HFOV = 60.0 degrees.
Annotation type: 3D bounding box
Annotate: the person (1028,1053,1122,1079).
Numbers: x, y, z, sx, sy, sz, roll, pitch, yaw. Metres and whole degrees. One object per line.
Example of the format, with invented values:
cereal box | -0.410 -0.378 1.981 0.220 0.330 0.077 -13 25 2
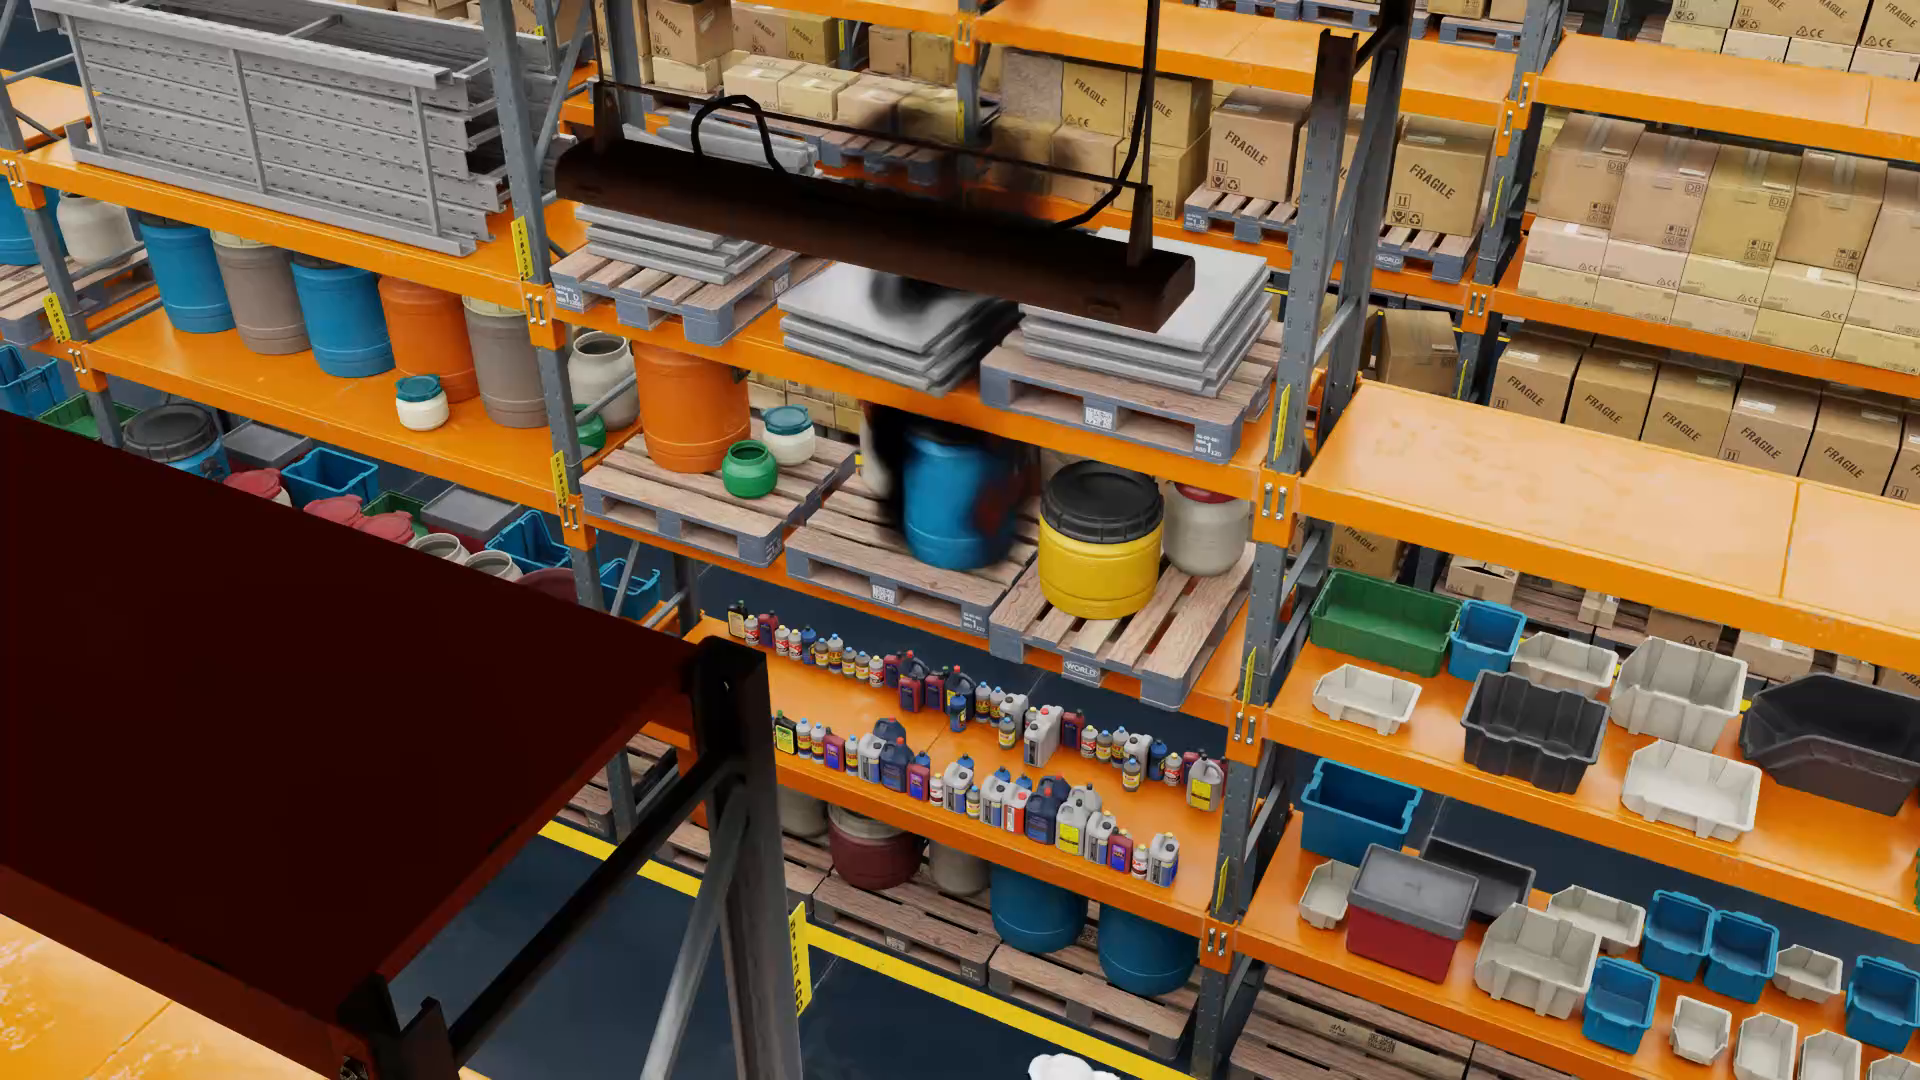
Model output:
person | 0.433 2.981 7.624 0.702 1.874 0.675 9 36 13
